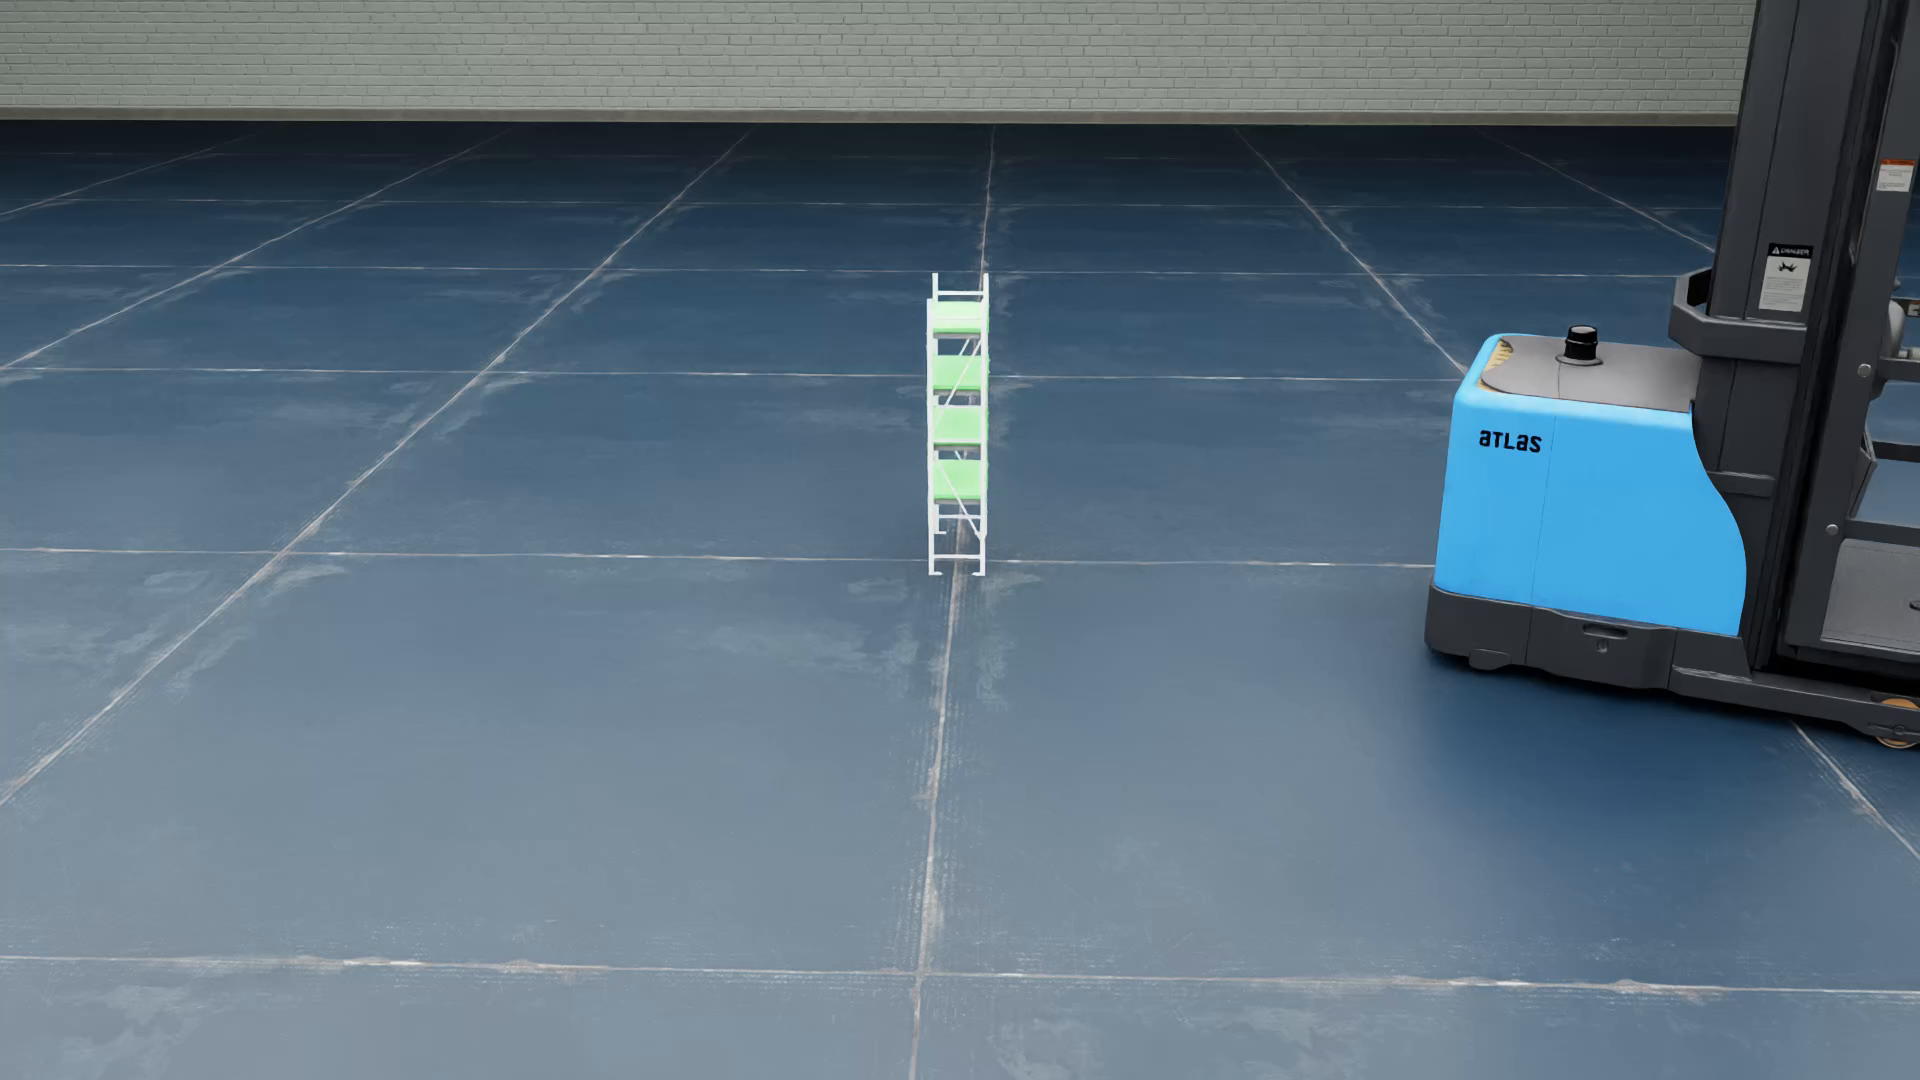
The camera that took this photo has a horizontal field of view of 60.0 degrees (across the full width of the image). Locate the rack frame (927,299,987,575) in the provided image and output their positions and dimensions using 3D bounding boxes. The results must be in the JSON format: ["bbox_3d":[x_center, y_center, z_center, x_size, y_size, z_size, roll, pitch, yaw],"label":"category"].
[{"bbox_3d":[-0.012,-0.411,6.930,0.240,1.200,0.015,1,21,2],"label":"rack frame"}]

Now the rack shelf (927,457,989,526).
[{"bbox_3d":[-0.005,-0.216,7.268,0.258,0.148,0.480,1,21,2],"label":"rack shelf"}]

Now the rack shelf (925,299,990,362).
[{"bbox_3d":[-0.005,-0.887,7.007,0.258,0.148,0.480,1,21,2],"label":"rack shelf"}]

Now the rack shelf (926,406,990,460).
[{"bbox_3d":[-0.005,-0.440,7.181,0.258,0.148,0.480,1,21,2],"label":"rack shelf"}]

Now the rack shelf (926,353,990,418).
[{"bbox_3d":[-0.005,-0.664,7.094,0.258,0.148,0.480,1,21,2],"label":"rack shelf"}]

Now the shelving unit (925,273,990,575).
[{"bbox_3d":[-0.005,-0.500,7.158,0.258,1.200,0.503,1,21,2],"label":"shelving unit"}]

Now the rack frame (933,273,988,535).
[{"bbox_3d":[0.002,-0.588,7.385,0.240,1.200,0.015,1,21,2],"label":"rack frame"}]

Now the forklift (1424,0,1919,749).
[{"bbox_3d":[3.331,-0.844,5.653,3.031,2.935,1.130,9,23,22],"label":"forklift"}]
